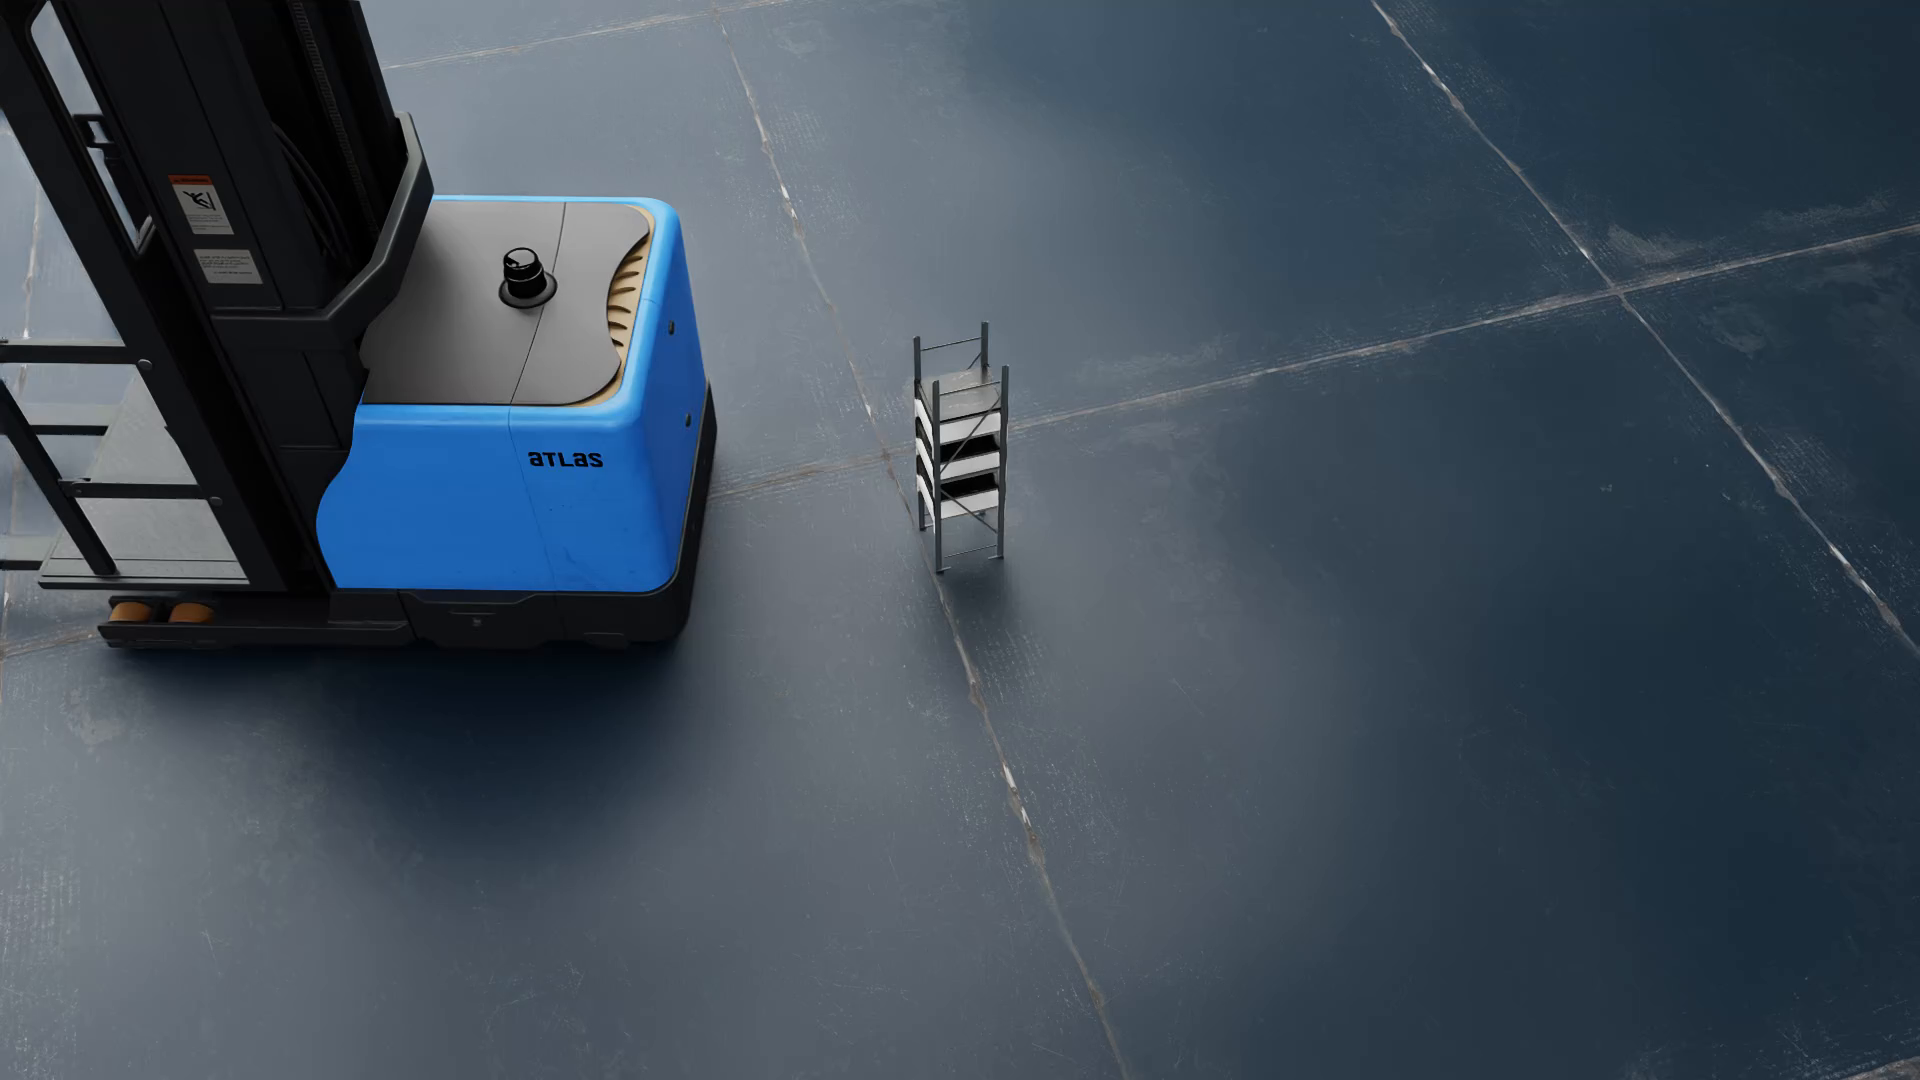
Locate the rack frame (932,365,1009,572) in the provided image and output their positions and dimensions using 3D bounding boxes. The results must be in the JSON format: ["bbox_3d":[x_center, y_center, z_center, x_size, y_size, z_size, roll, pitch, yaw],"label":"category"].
[{"bbox_3d":[0.032,-0.210,5.338,0.240,0.900,0.006,-13,51,-11],"label":"rack frame"}]

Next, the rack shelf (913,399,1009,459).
[{"bbox_3d":[0.002,-0.379,5.289,0.258,0.077,0.200,-13,51,-11],"label":"rack shelf"}]

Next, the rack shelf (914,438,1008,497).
[{"bbox_3d":[0.002,-0.263,5.426,0.258,0.077,0.200,-13,51,-11],"label":"rack shelf"}]

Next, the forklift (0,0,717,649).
[{"bbox_3d":[-2.396,-0.991,4.669,3.031,2.935,1.130,1,50,1],"label":"forklift"}]

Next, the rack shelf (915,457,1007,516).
[{"bbox_3d":[0.002,-0.205,5.495,0.258,0.077,0.200,-13,51,-11],"label":"rack shelf"}]

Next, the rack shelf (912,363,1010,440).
[{"bbox_3d":[0.002,-0.437,5.220,0.258,0.077,0.200,-13,51,-11],"label":"rack shelf"}]

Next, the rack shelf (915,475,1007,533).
[{"bbox_3d":[0.002,-0.147,5.564,0.258,0.077,0.200,-13,51,-11],"label":"rack shelf"}]

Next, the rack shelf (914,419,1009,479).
[{"bbox_3d":[0.002,-0.321,5.358,0.258,0.077,0.200,-13,51,-11],"label":"rack shelf"}]

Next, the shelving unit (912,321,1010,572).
[{"bbox_3d":[0.002,-0.284,5.401,0.258,0.900,0.210,-13,51,-11],"label":"shelving unit"}]

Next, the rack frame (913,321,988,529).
[{"bbox_3d":[-0.028,-0.358,5.464,0.240,0.900,0.006,-13,51,-11],"label":"rack frame"}]
